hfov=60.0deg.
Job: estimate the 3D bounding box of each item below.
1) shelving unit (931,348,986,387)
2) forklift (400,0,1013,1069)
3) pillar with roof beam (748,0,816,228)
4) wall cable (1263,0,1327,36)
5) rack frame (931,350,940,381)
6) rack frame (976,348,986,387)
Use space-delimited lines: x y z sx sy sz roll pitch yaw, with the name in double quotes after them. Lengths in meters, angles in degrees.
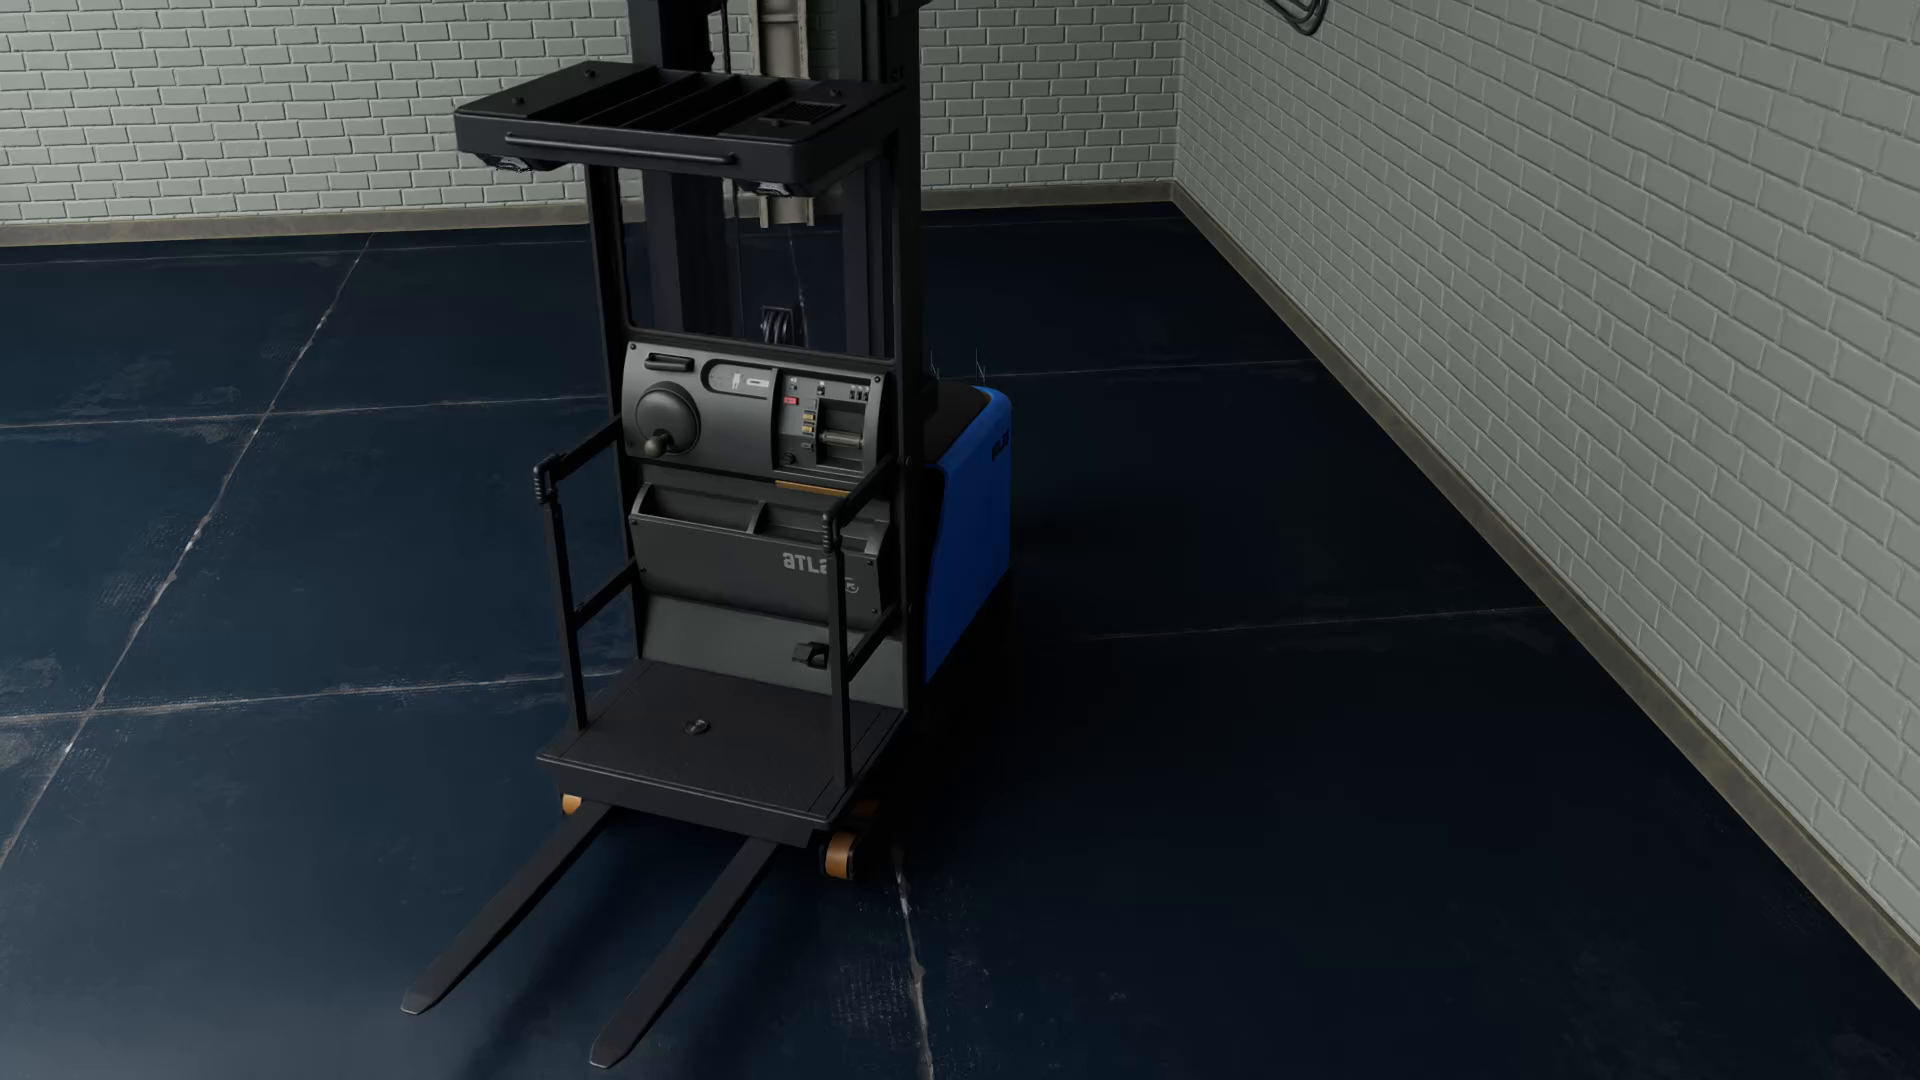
-0.008 -0.400 7.544 0.210 0.900 0.258 -4 27 -7 "shelving unit"
-0.756 -0.382 5.285 1.130 2.935 3.031 9 29 17 "forklift"
-0.685 -4.437 6.540 0.400 9.000 9.100 -4 27 -7 "pillar with roof beam"
1.816 -4.591 10.242 0.112 2.526 3.097 -4 27 -7 "wall cable"
-0.109 -0.393 7.531 0.006 0.900 0.240 -4 27 -7 "rack frame"
0.093 -0.406 7.556 0.006 0.900 0.240 -4 27 -7 "rack frame"
